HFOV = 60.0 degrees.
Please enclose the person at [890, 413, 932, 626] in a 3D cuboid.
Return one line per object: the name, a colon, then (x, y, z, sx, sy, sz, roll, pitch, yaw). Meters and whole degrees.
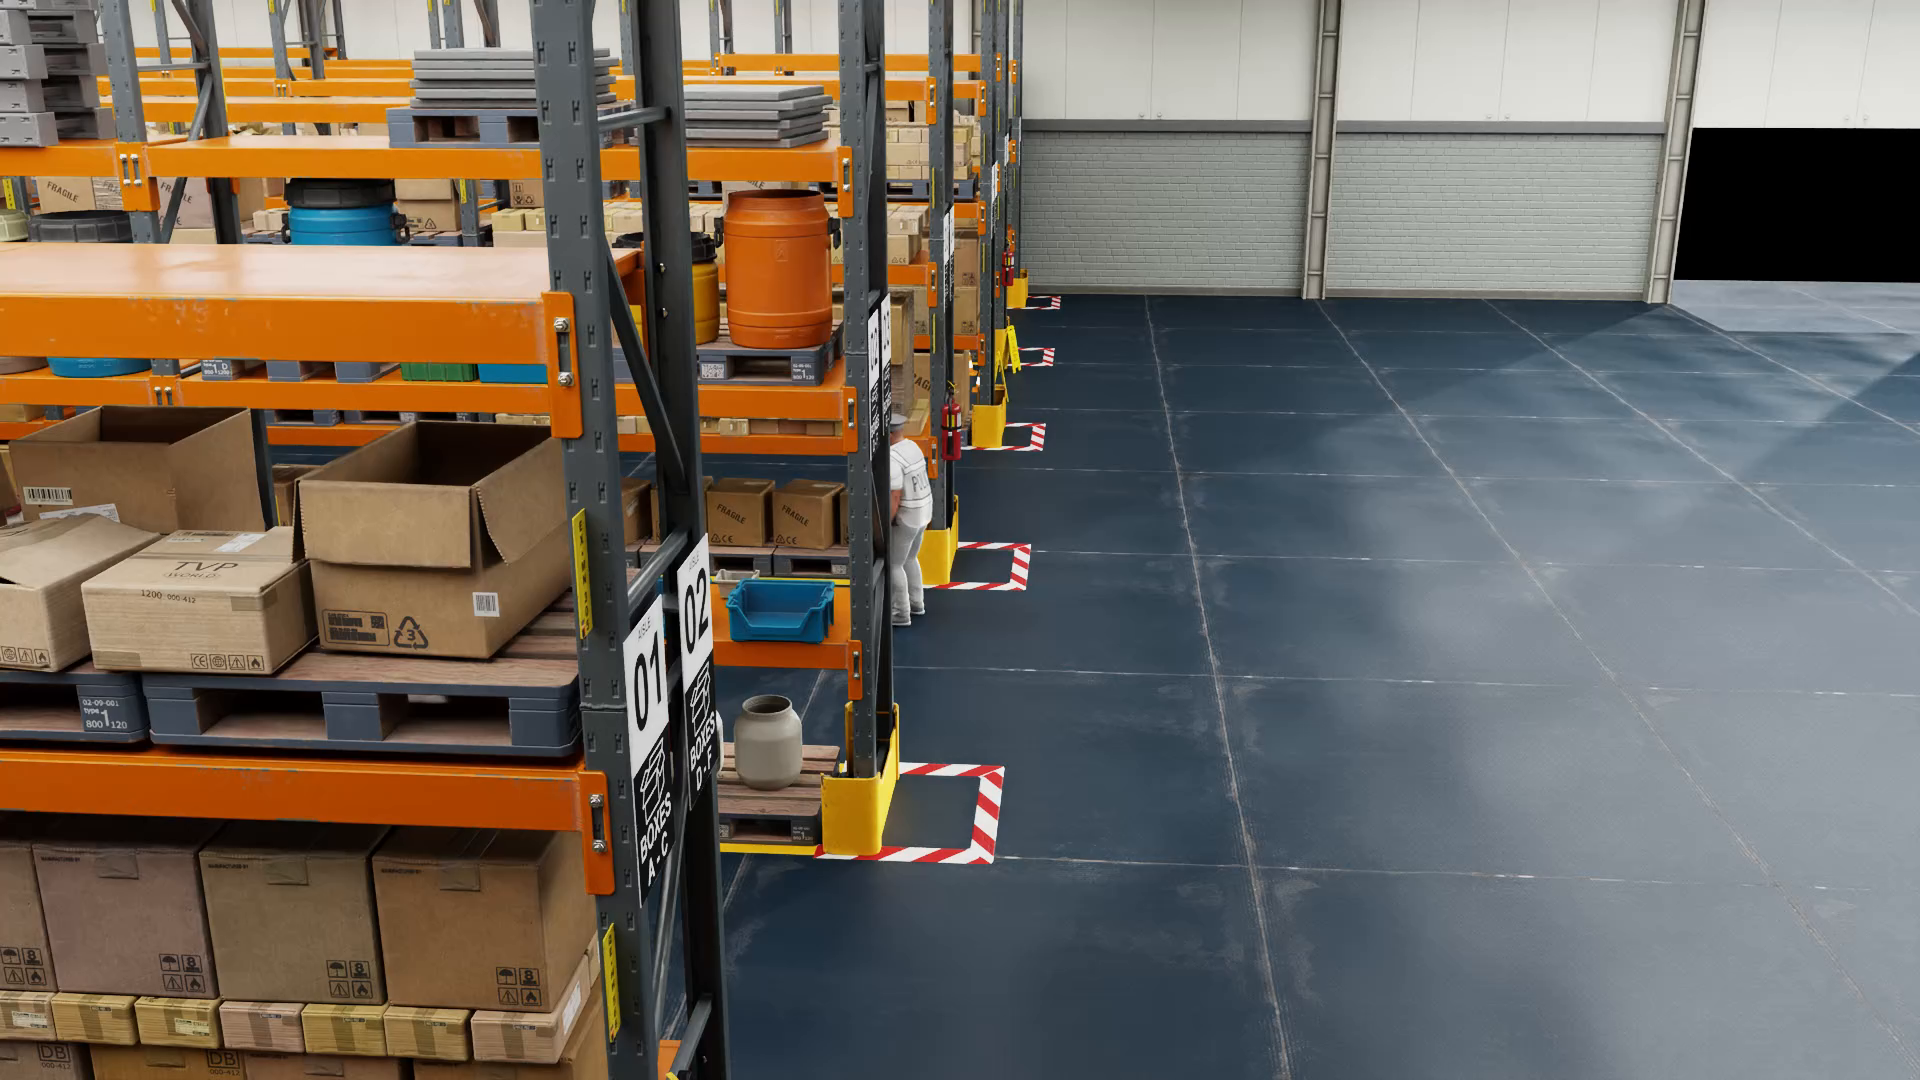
person: (-0.464, -0.169, 13.576, 0.438, 1.747, 0.584, 7, 19, 22)
